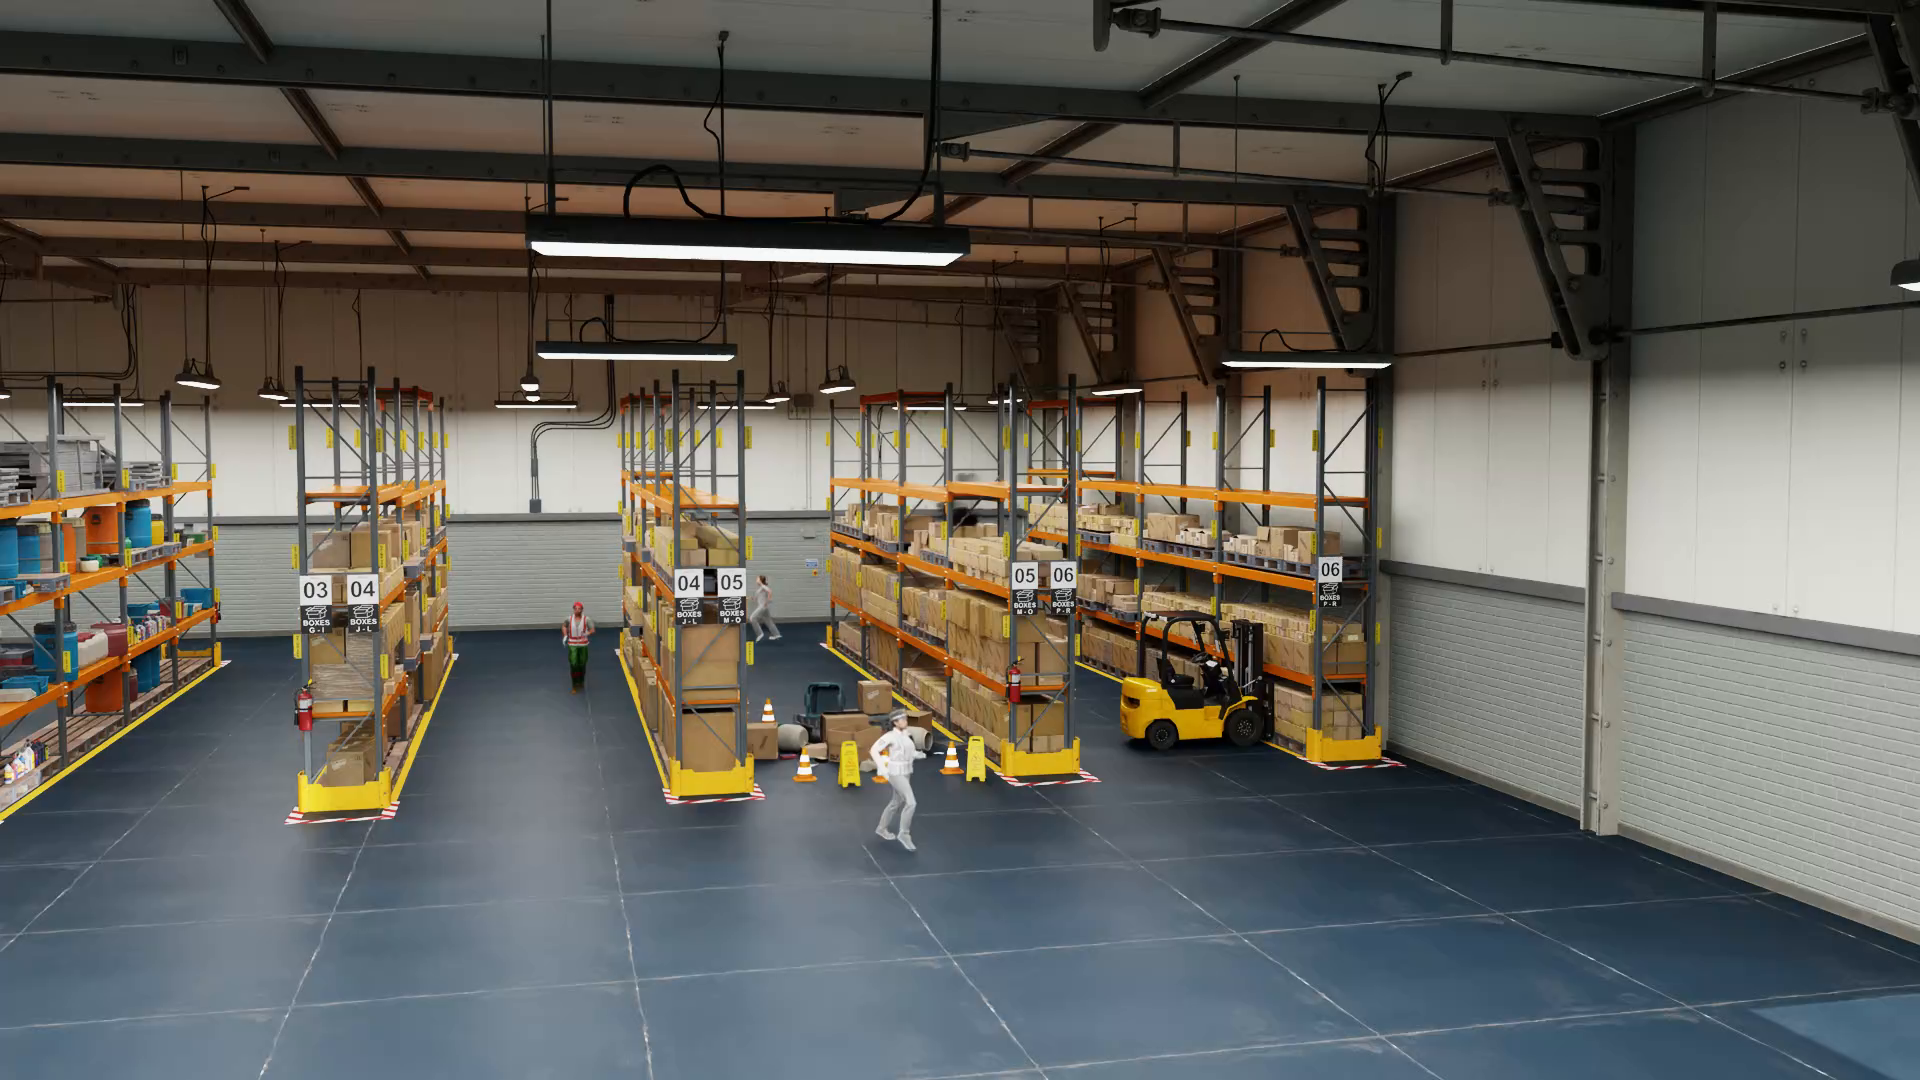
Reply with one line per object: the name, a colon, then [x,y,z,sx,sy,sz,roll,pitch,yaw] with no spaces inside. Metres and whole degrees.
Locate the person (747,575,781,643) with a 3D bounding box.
person: [-4.863,1.709,41.204,0.859,1.672,0.572,0,3,-7]

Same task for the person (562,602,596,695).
person: [-7.583,2.143,33.119,0.639,1.845,0.783,-1,4,-14]

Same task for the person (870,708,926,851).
person: [-0.752,2.937,20.491,0.740,1.753,0.569,2,4,26]
